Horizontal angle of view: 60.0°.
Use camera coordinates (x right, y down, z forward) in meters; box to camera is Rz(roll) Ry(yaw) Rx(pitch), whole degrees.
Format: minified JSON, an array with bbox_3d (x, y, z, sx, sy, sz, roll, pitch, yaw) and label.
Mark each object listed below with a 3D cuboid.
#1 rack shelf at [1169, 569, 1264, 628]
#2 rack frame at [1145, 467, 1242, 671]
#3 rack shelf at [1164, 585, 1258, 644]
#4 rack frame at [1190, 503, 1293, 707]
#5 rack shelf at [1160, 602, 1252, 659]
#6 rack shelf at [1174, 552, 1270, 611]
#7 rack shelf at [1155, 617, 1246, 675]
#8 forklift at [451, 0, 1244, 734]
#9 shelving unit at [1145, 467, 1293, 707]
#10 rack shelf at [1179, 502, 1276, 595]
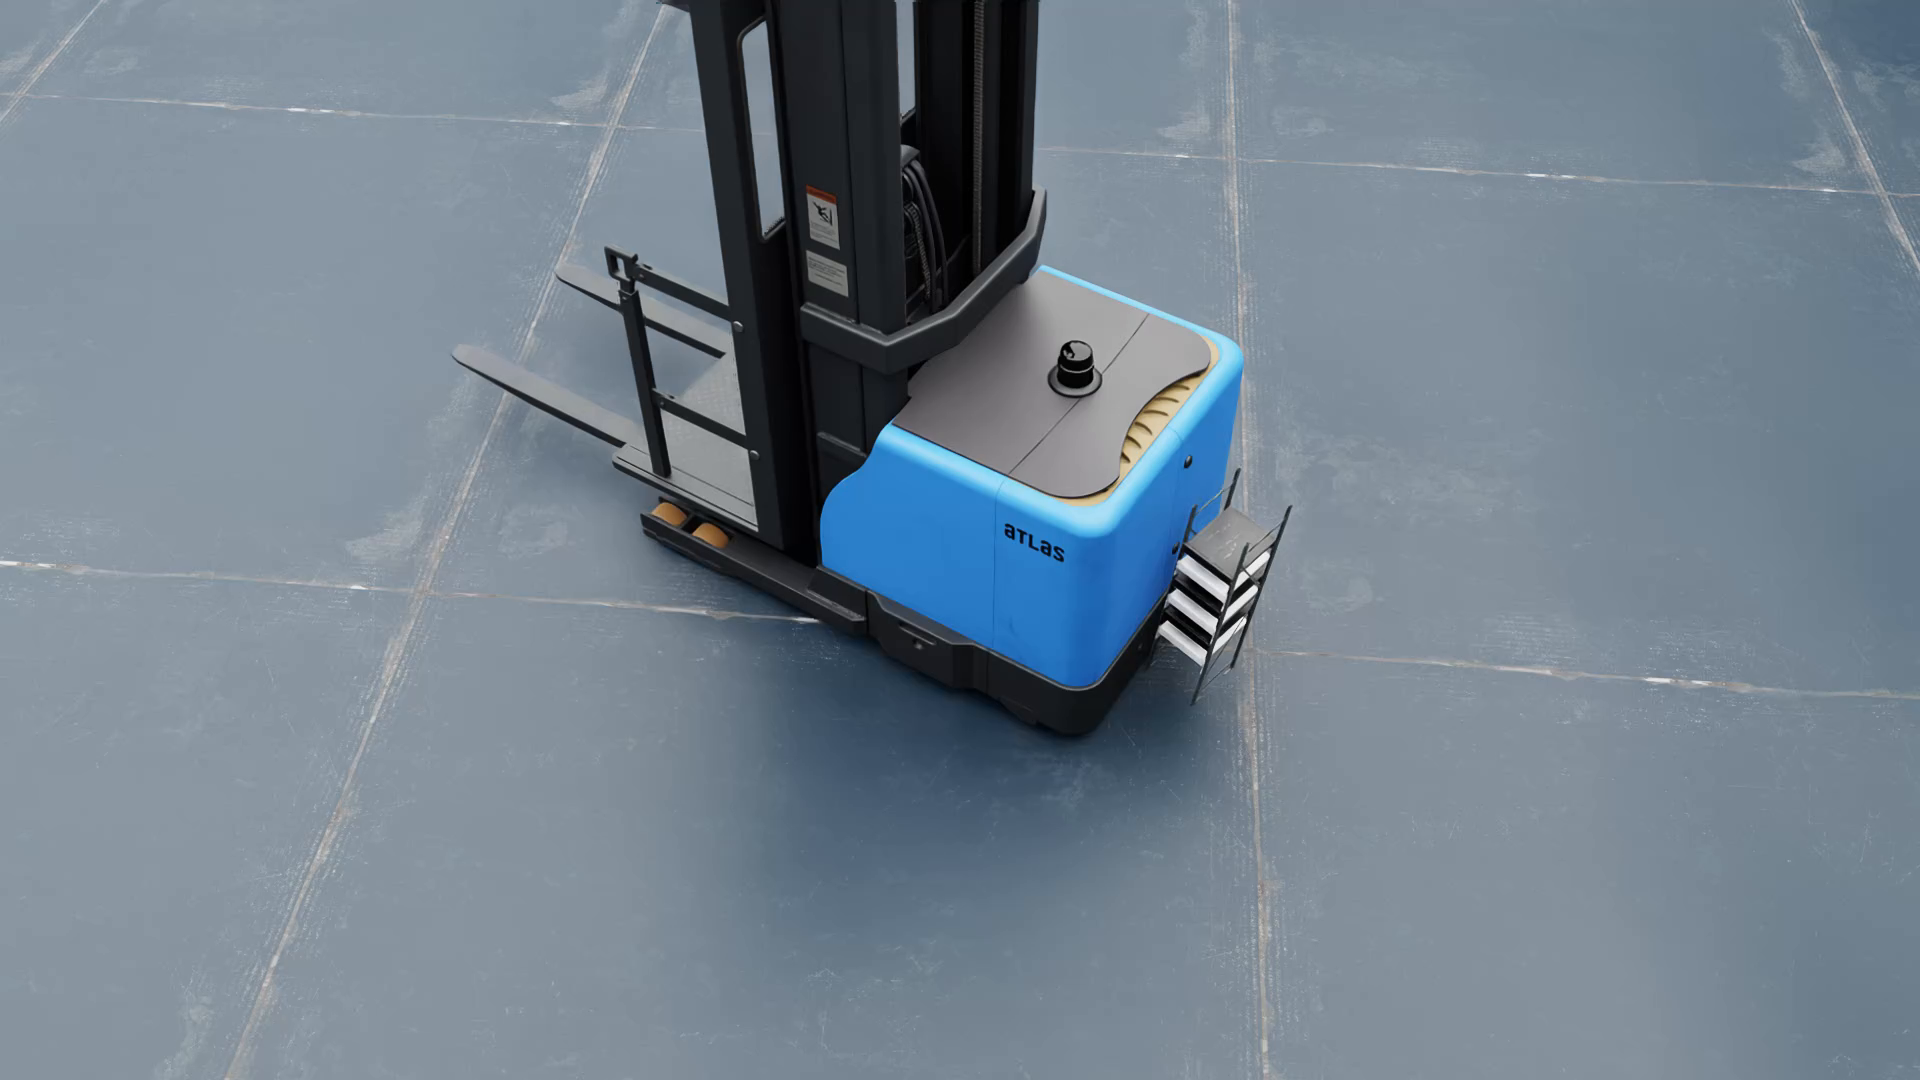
[{"bbox_3d":[0.842,0.137,5.427,0.200,0.077,0.258,39,58,23],"label":"rack shelf"},{"bbox_3d":[0.765,0.113,5.511,0.006,0.900,0.240,39,58,23],"label":"rack frame"},{"bbox_3d":[0.835,0.192,5.497,0.200,0.077,0.258,39,58,23],"label":"rack shelf"},{"bbox_3d":[0.911,0.230,5.432,0.006,0.900,0.240,39,58,23],"label":"rack frame"},{"bbox_3d":[0.829,0.248,5.568,0.200,0.077,0.258,39,58,23],"label":"rack shelf"},{"bbox_3d":[0.849,0.081,5.357,0.200,0.077,0.258,39,58,23],"label":"rack shelf"},{"bbox_3d":[0.822,0.304,5.638,0.200,0.077,0.258,39,58,23],"label":"rack shelf"},{"bbox_3d":[-0.580,-1.190,5.352,3.031,2.935,1.130,25,52,21],"label":"forklift"},{"bbox_3d":[0.838,0.172,5.471,0.210,0.900,0.258,39,58,23],"label":"shelving unit"},{"bbox_3d":[0.856,0.025,5.286,0.200,0.077,0.258,39,58,23],"label":"rack shelf"}]
